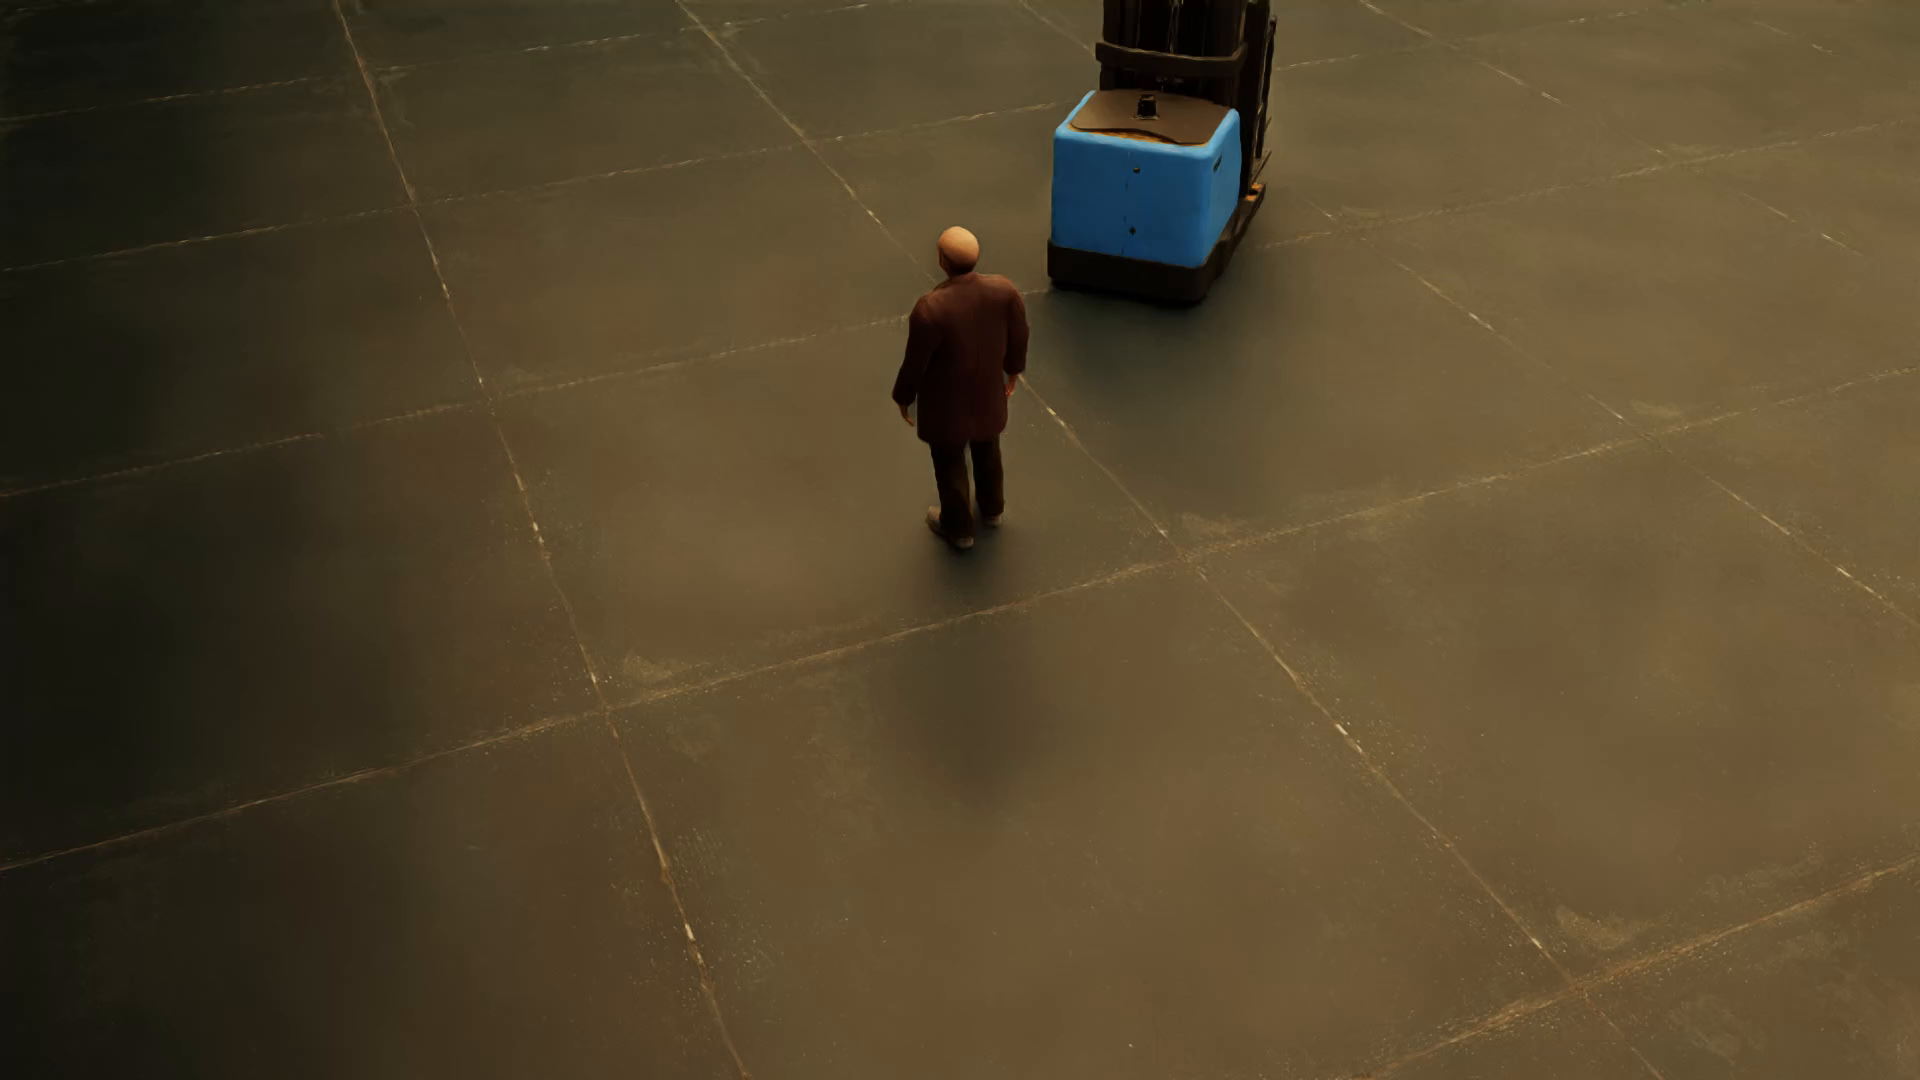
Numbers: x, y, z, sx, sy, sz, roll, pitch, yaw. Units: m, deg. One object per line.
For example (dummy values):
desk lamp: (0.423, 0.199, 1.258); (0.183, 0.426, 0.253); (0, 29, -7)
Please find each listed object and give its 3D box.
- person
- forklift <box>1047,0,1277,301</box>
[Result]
person: (-0.031, -0.780, 8.178); (0.694, 1.776, 0.580); (-14, 38, -19)
forklift: (1.568, -3.576, 11.127); (1.130, 2.935, 3.031); (12, 37, 17)
